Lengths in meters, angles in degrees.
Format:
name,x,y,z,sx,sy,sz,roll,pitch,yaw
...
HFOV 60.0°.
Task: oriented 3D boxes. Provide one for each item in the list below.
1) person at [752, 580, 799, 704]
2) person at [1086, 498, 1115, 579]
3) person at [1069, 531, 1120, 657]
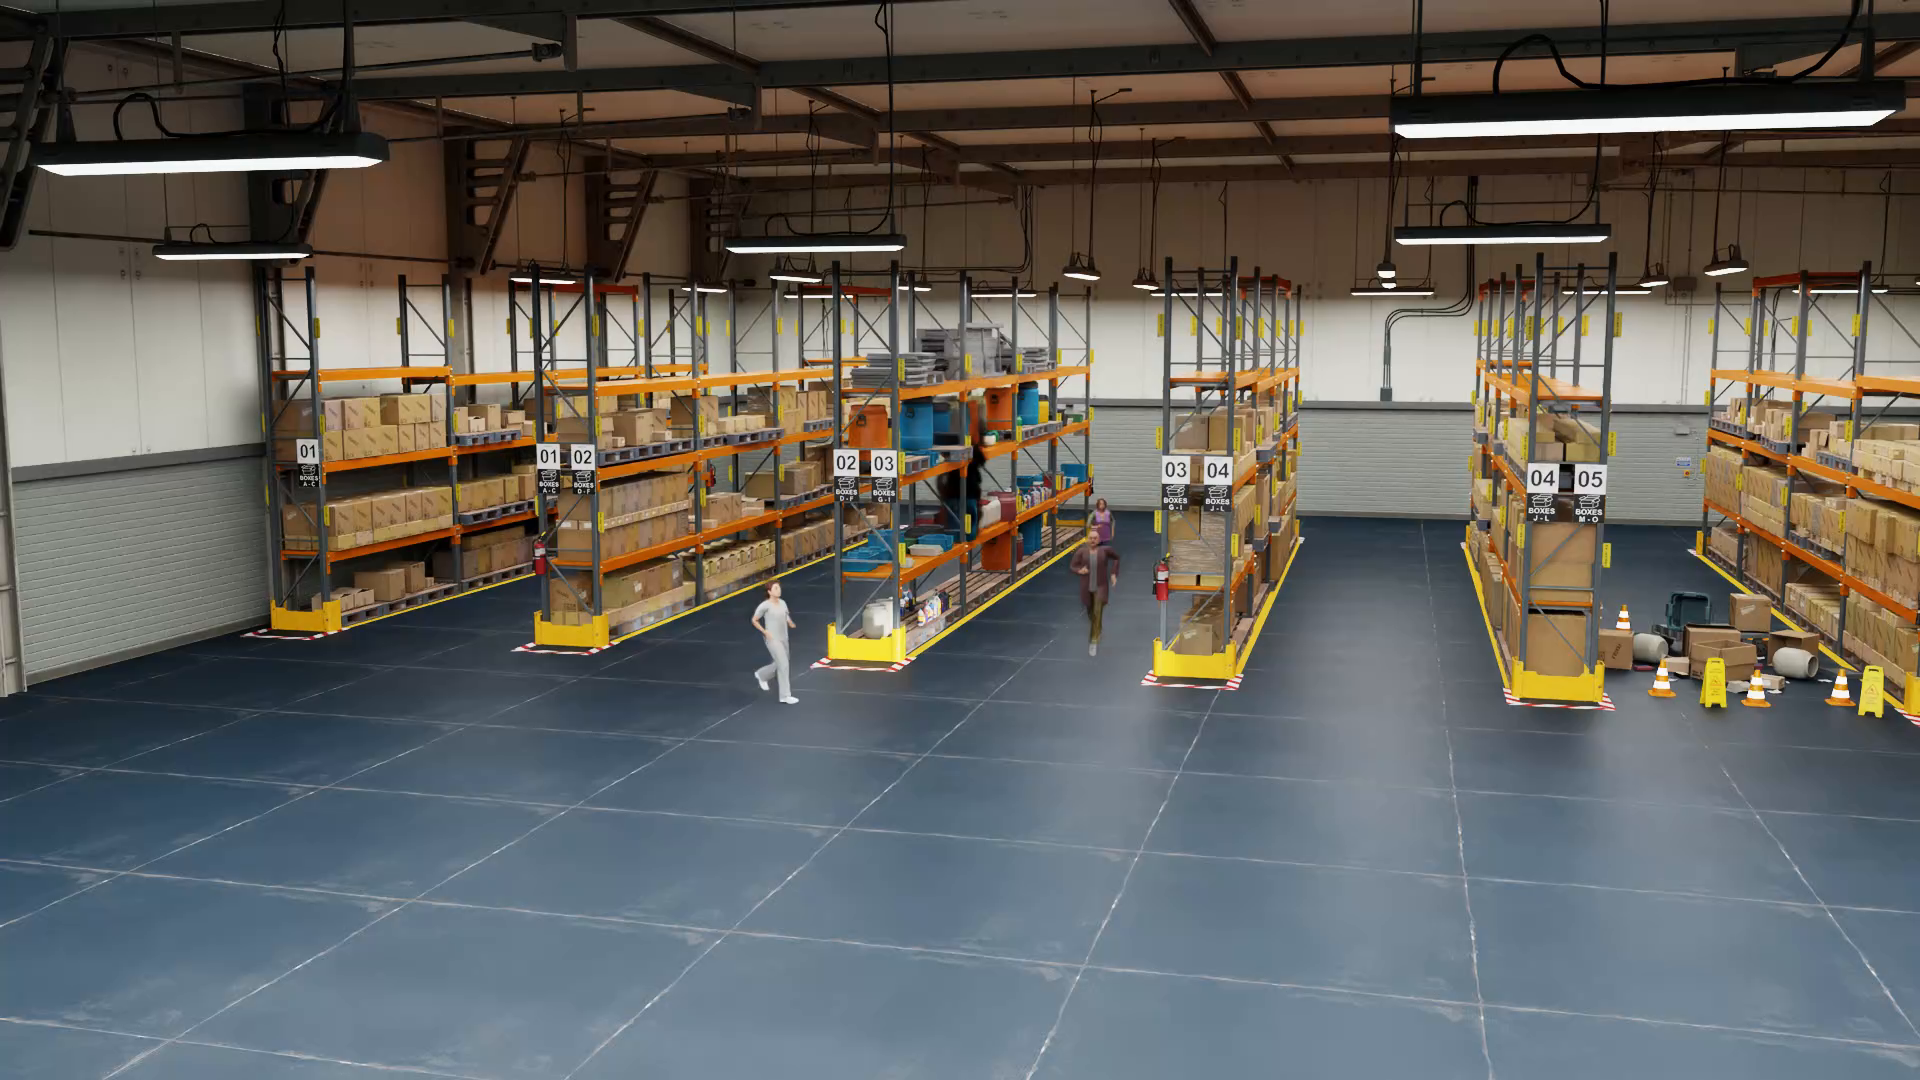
name,x,y,z,sx,sy,sz,roll,pitch,yaw
person,-2.505,1.354,22.393,0.845,1.639,0.577,6,9,37
person,2.583,0.035,30.520,0.575,1.625,0.774,-1,7,-5
person,2.036,0.777,25.259,0.733,1.854,0.952,2,7,12
